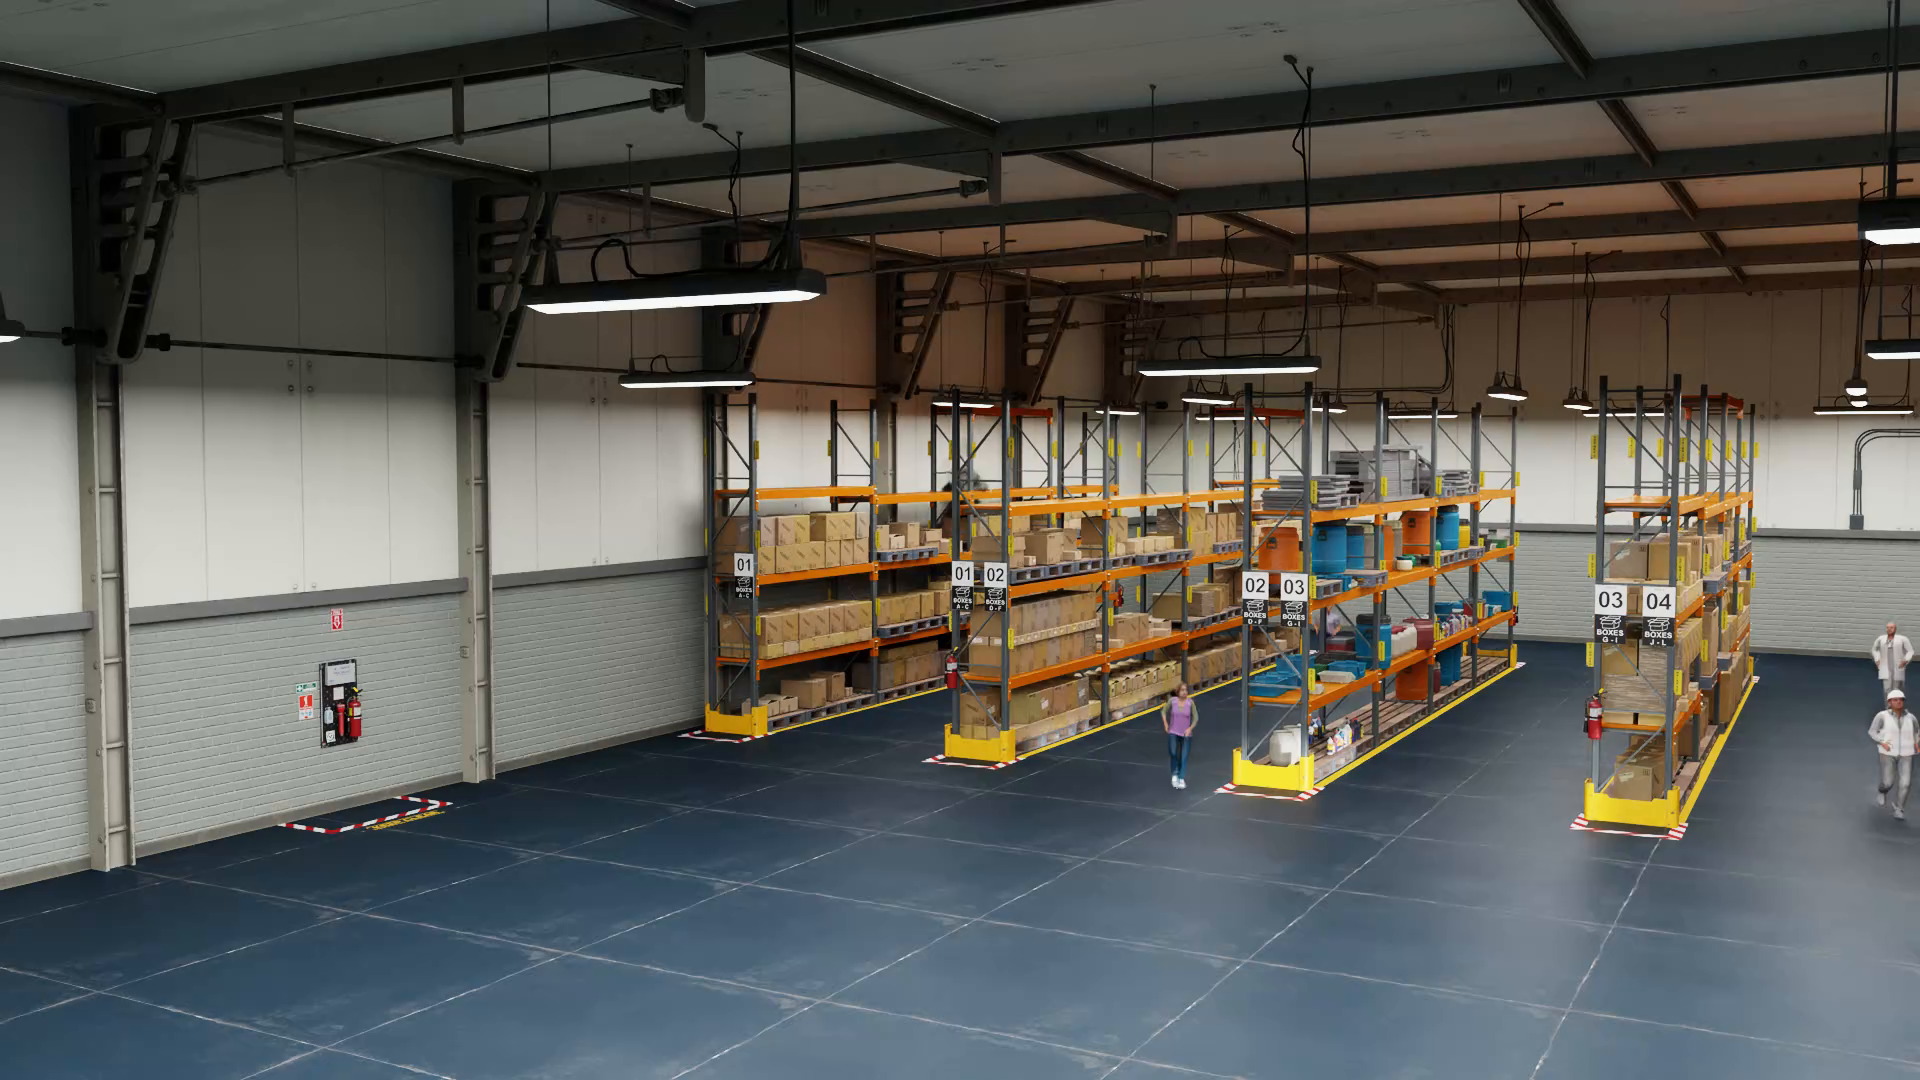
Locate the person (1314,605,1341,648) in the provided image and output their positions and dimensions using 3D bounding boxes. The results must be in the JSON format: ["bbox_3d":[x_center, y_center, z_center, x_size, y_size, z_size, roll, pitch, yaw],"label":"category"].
[{"bbox_3d":[8.193,2.198,37.154,0.605,1.594,0.559,1,3,20],"label":"person"}]

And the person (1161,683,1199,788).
[{"bbox_3d":[3.247,2.884,24.557,0.554,1.565,0.576,0,3,7],"label":"person"}]

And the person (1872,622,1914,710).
[{"bbox_3d":[17.679,2.435,31.554,0.707,1.754,0.671,2,4,37],"label":"person"}]

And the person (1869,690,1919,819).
[{"bbox_3d":[12.783,2.886,22.668,0.662,1.666,0.486,1,3,16],"label":"person"}]
